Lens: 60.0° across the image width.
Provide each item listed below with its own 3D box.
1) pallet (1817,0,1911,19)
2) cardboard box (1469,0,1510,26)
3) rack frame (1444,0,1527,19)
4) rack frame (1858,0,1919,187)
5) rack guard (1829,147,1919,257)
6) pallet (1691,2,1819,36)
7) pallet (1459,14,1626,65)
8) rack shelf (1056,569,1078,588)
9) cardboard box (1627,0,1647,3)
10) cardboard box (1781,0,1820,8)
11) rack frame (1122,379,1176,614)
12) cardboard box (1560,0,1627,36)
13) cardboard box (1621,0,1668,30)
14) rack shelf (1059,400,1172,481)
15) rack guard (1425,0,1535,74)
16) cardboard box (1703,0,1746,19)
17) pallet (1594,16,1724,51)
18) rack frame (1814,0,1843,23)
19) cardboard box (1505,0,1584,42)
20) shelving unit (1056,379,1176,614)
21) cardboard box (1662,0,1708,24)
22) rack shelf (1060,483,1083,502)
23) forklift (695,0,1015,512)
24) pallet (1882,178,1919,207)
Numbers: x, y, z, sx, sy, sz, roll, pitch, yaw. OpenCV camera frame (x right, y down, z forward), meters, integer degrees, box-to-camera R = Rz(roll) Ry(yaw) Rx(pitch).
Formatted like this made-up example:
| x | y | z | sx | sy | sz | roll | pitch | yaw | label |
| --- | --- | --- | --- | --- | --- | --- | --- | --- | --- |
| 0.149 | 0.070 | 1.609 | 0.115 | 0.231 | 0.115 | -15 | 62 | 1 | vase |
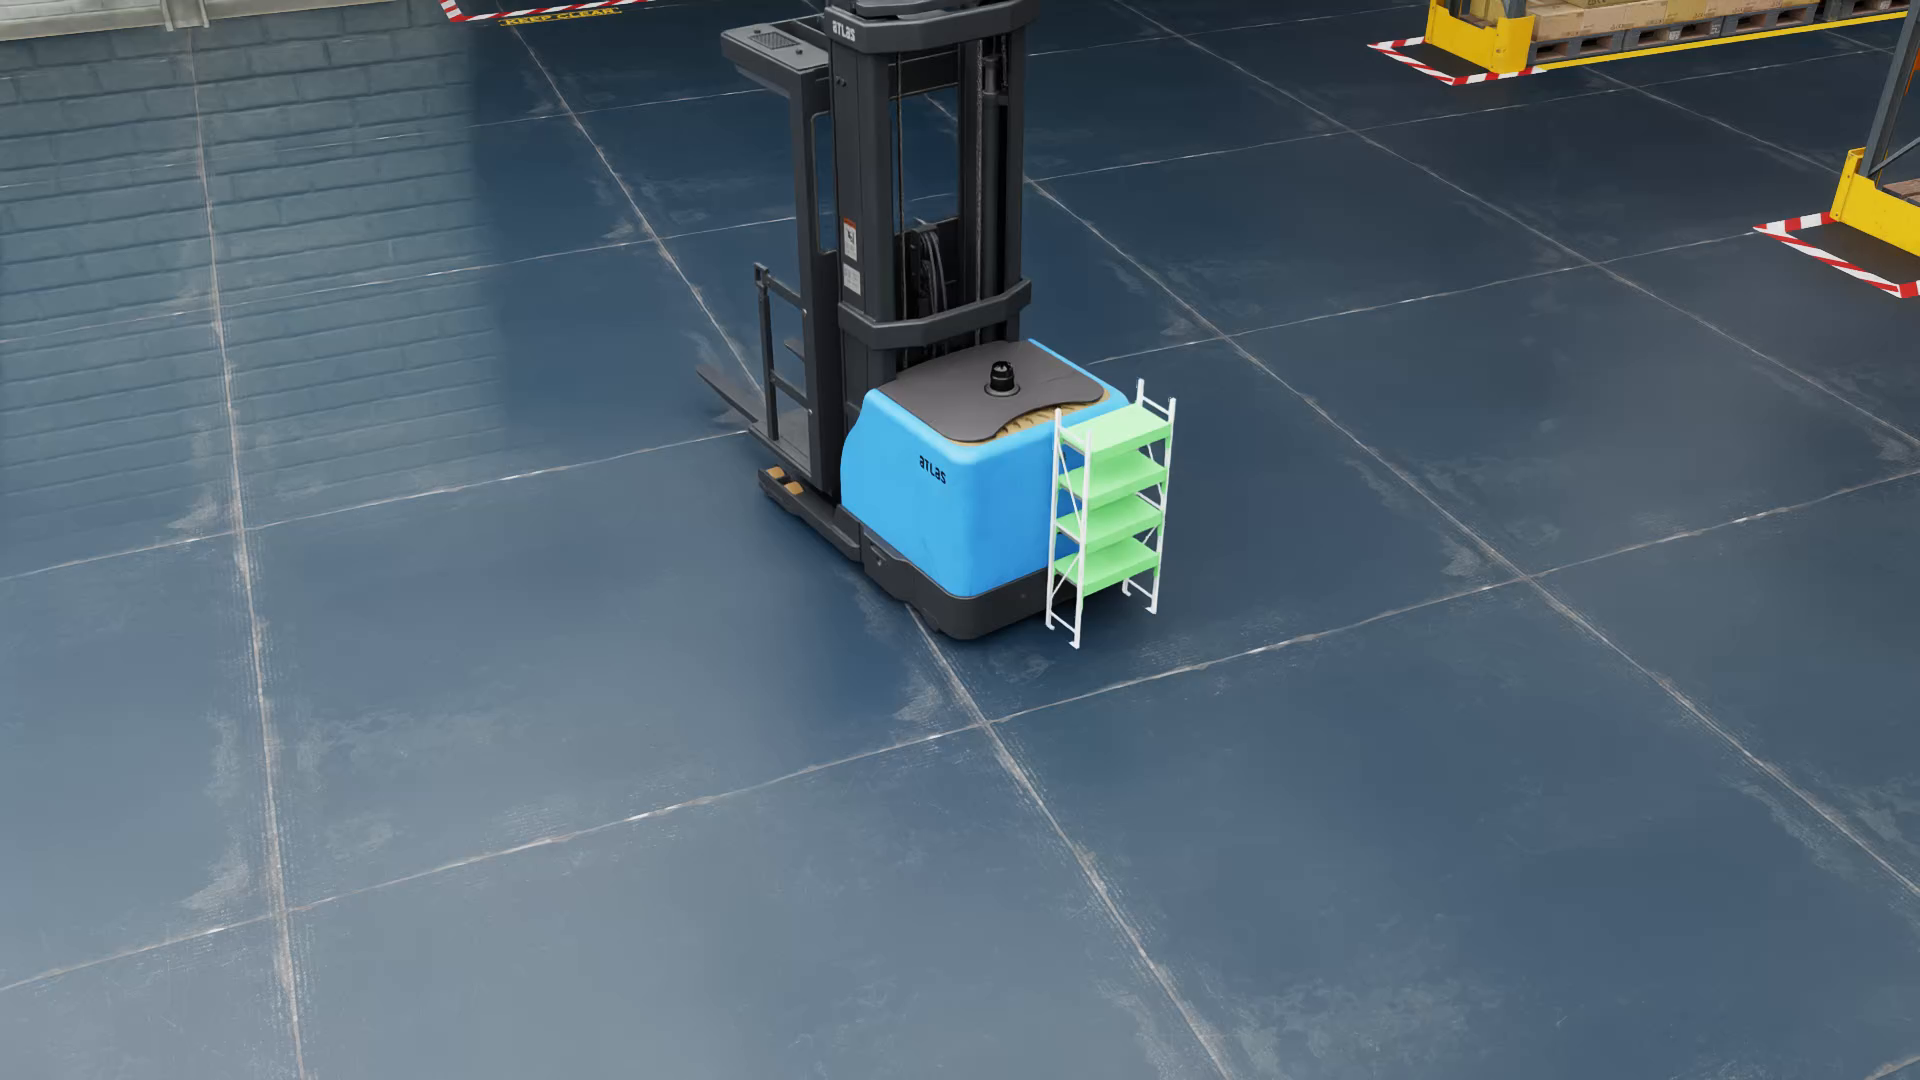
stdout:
| x | y | z | sx | sy | sz | roll | pitch | yaw | label |
| --- | --- | --- | --- | --- | --- | --- | --- | --- | --- |
| 9.276 | -5.743 | 17.382 | 1.213 | 0.211 | 1.003 | -13 | 35 | -19 | pallet |
| 5.303 | -5.177 | 16.092 | 0.500 | 0.250 | 0.500 | -13 | 35 | -19 | cardboard box |
| 4.923 | -5.892 | 15.054 | 0.127 | 3.000 | 1.000 | -13 | 35 | -19 | rack frame |
| 6.837 | -3.400 | 11.225 | 0.127 | 3.000 | 1.000 | -13 | 35 | -19 | rack frame |
| 6.889 | -2.392 | 11.968 | 0.348 | 0.500 | 1.175 | -13 | 35 | -19 | rack guard |
| 7.862 | -5.421 | 16.887 | 1.213 | 0.211 | 1.003 | -13 | 35 | -19 | pallet |
| 5.612 | -4.905 | 16.095 | 1.213 | 0.211 | 1.003 | -13 | 35 | -19 | pallet |
| 0.695 | 0.116 | 7.971 | 0.442 | 0.029 | 0.199 | -21 | 40 | -29 | rack shelf |
| 6.420 | -5.449 | 15.823 | 0.500 | 0.500 | 0.500 | -13 | 35 | -19 | cardboard box |
| 8.268 | -5.552 | 16.668 | 0.500 | 0.250 | 0.500 | -13 | 35 | -19 | cardboard box |
| 0.896 | -0.190 | 7.937 | 0.015 | 1.200 | 0.240 | -21 | 40 | -29 | rack frame |
| 5.963 | -5.024 | 15.857 | 0.500 | 0.250 | 0.500 | -13 | 35 | -19 | cardboard box |
| 6.425 | -5.129 | 16.019 | 0.500 | 0.250 | 0.500 | -13 | 35 | -19 | cardboard box |
| 0.701 | -0.458 | 7.587 | 0.480 | 0.148 | 0.258 | -21 | 40 | -29 | rack shelf |
| 4.901 | -4.839 | 15.728 | 0.348 | 0.500 | 1.175 | -13 | 35 | -19 | rack guard |
| 7.348 | -5.338 | 16.340 | 0.500 | 0.250 | 0.500 | -13 | 35 | -19 | cardboard box |
| 6.735 | -5.161 | 16.488 | 1.213 | 0.211 | 1.003 | -13 | 35 | -19 | pallet |
| 8.611 | -6.736 | 16.352 | 0.127 | 3.000 | 1.000 | -13 | 35 | -19 | rack frame |
| 5.504 | -4.916 | 15.692 | 0.500 | 0.250 | 0.500 | -13 | 35 | -19 | cardboard box |
| 0.702 | -0.114 | 7.821 | 0.492 | 1.200 | 0.258 | -21 | 40 | -29 | shelving unit |
| 6.888 | -5.232 | 16.177 | 0.500 | 0.250 | 0.500 | -13 | 35 | -19 | cardboard box |
| 0.699 | -0.282 | 7.704 | 0.442 | 0.029 | 0.199 | -21 | 40 | -29 | rack shelf |
| -0.441 | -1.512 | 8.386 | 1.121 | 2.935 | 3.031 | -21 | 39 | -29 | forklift |
| 7.640 | -2.440 | 12.306 | 1.213 | 0.211 | 1.003 | -13 | 35 | -19 | pallet |
